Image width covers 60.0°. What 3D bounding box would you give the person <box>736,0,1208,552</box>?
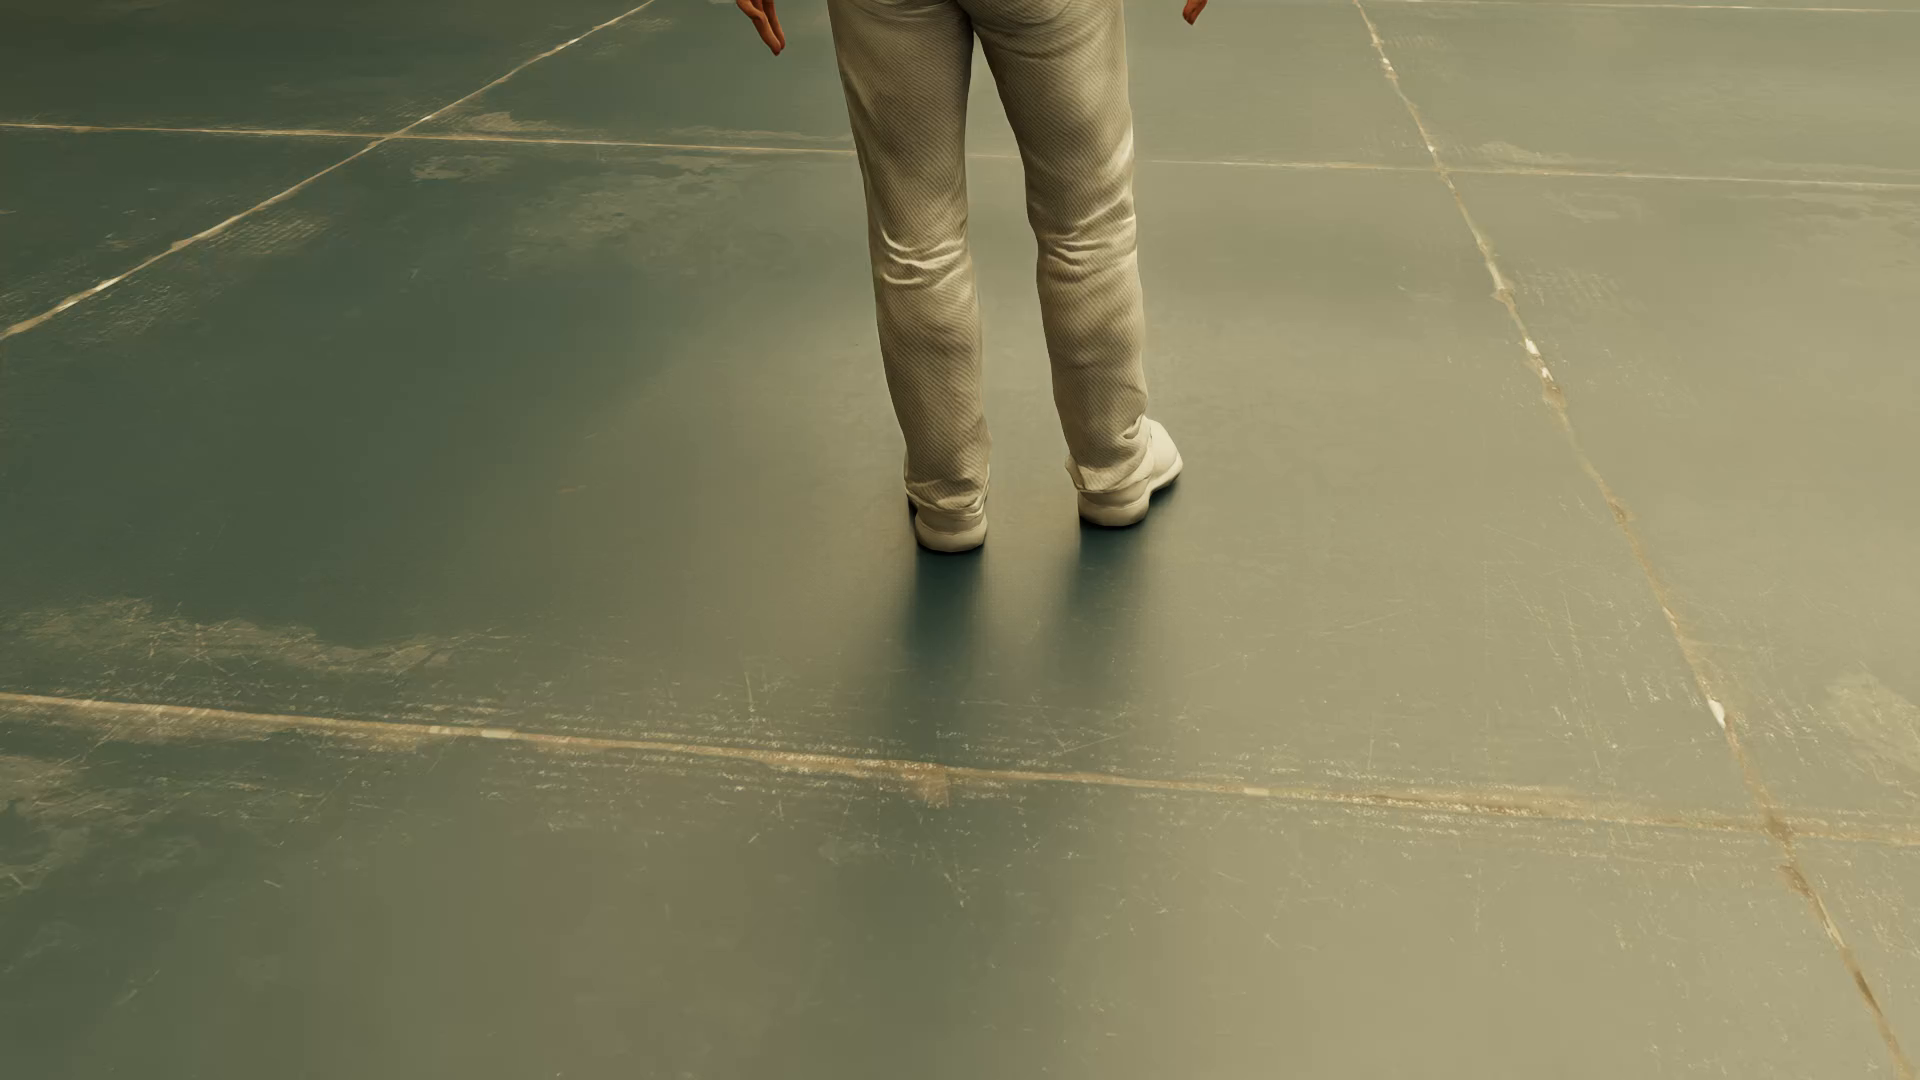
[{"bbox_3d":[0.016,-0.827,2.163,0.665,1.765,0.577,3,27,7],"label":"person"}]
